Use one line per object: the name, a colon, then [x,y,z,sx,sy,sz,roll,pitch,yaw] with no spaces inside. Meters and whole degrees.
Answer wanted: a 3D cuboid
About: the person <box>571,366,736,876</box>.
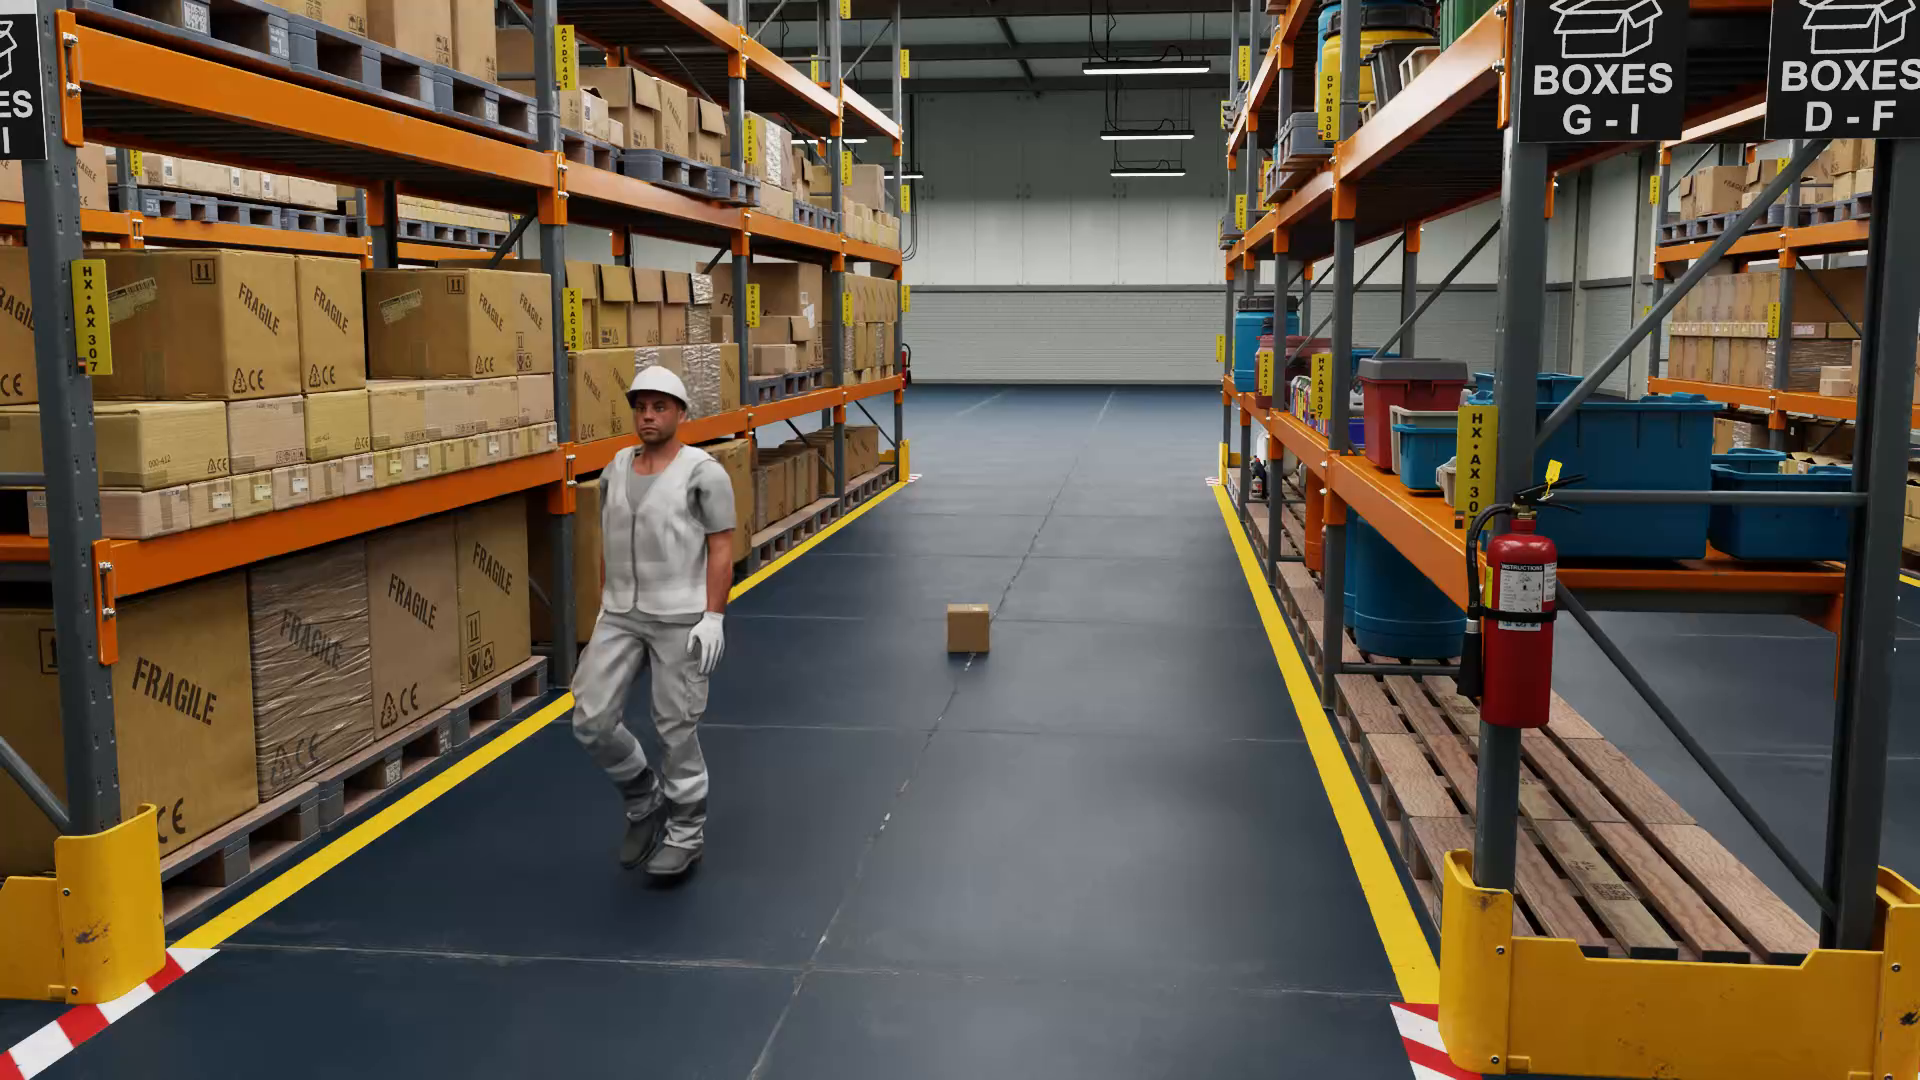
person: [-1.081,0.295,5.777,0.578,1.788,0.467,3,8,19]
